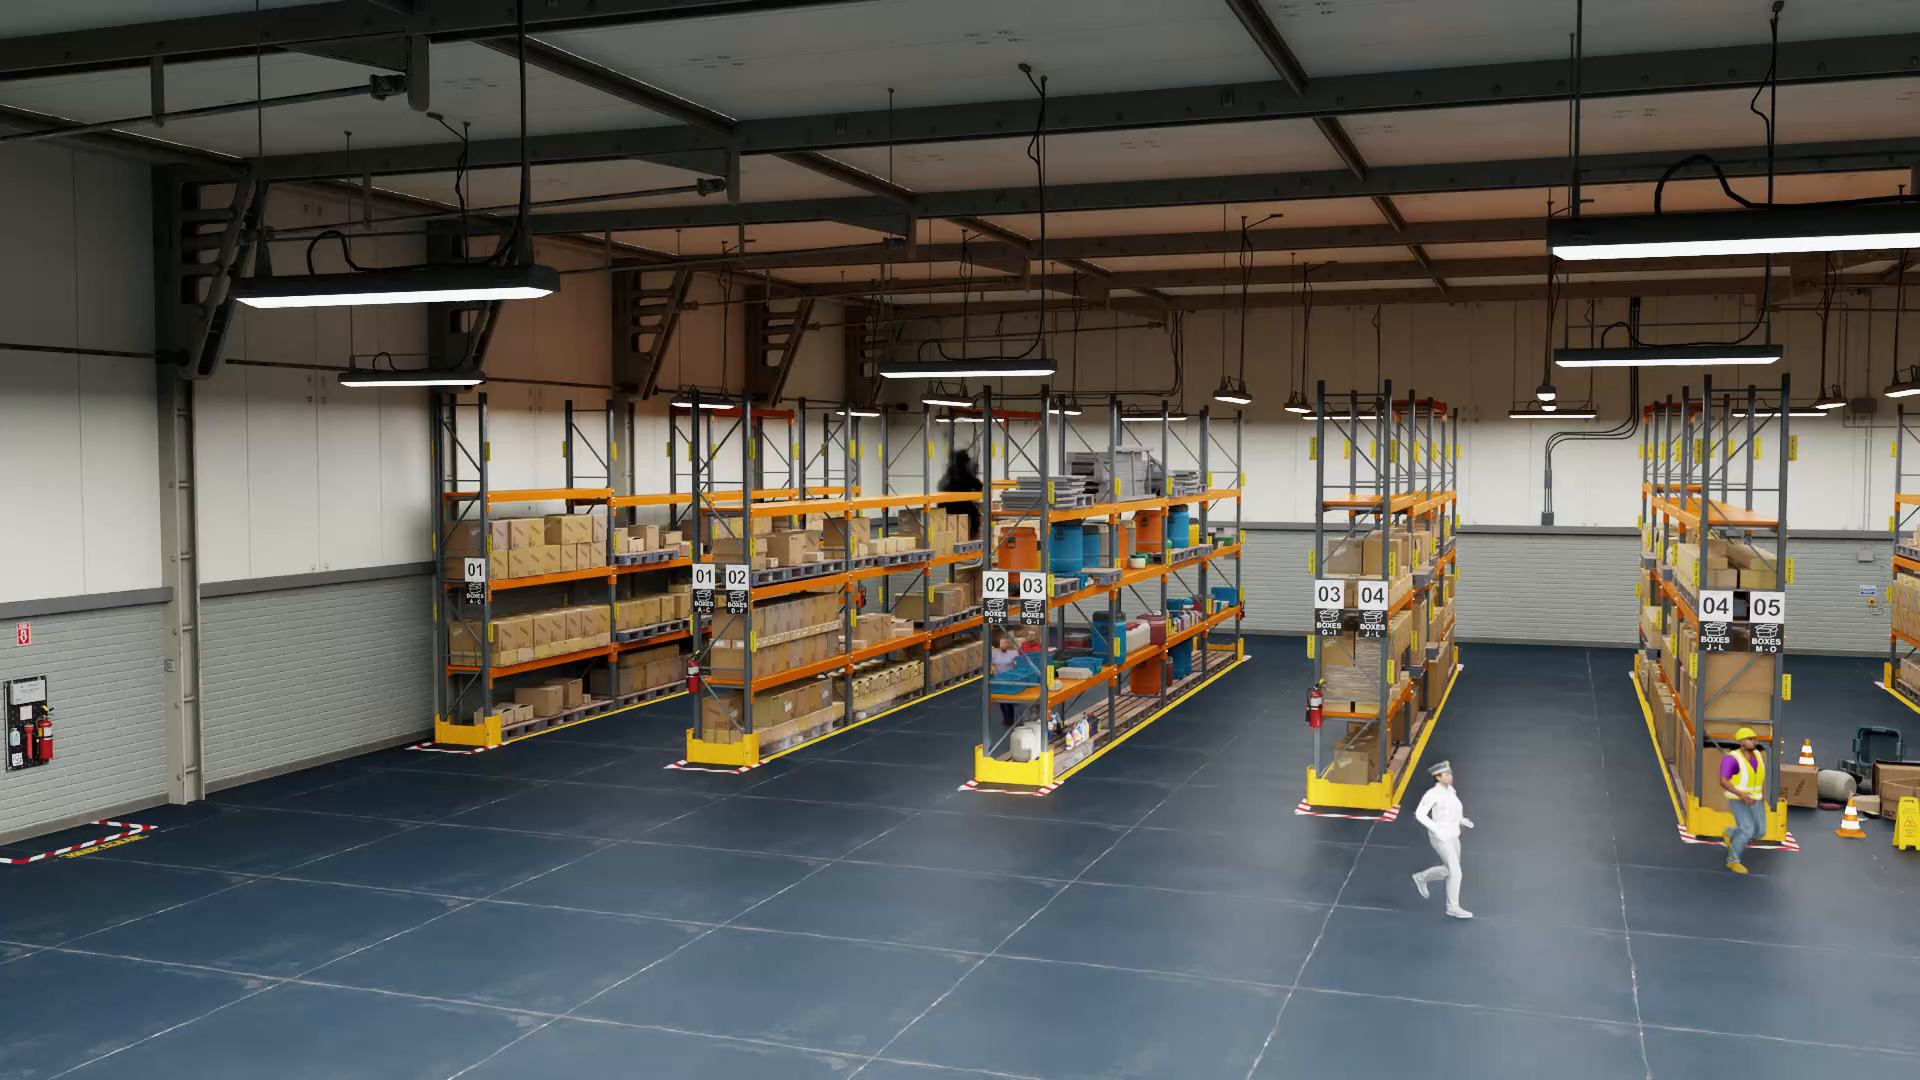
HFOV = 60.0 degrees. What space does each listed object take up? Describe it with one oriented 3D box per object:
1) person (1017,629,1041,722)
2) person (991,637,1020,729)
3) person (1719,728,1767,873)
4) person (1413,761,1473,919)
[{"bbox_3d":[1.295,2.515,30.712,0.646,1.719,0.677,1,3,15],"label":"person"},{"bbox_3d":[0.805,2.590,30.139,0.592,1.653,0.670,1,3,20],"label":"person"},{"bbox_3d":[9.367,3.091,19.855,0.727,1.727,0.633,-1,3,-21],"label":"person"},{"bbox_3d":[5.210,3.208,18.013,0.625,1.660,0.767,-3,4,-42],"label":"person"}]
